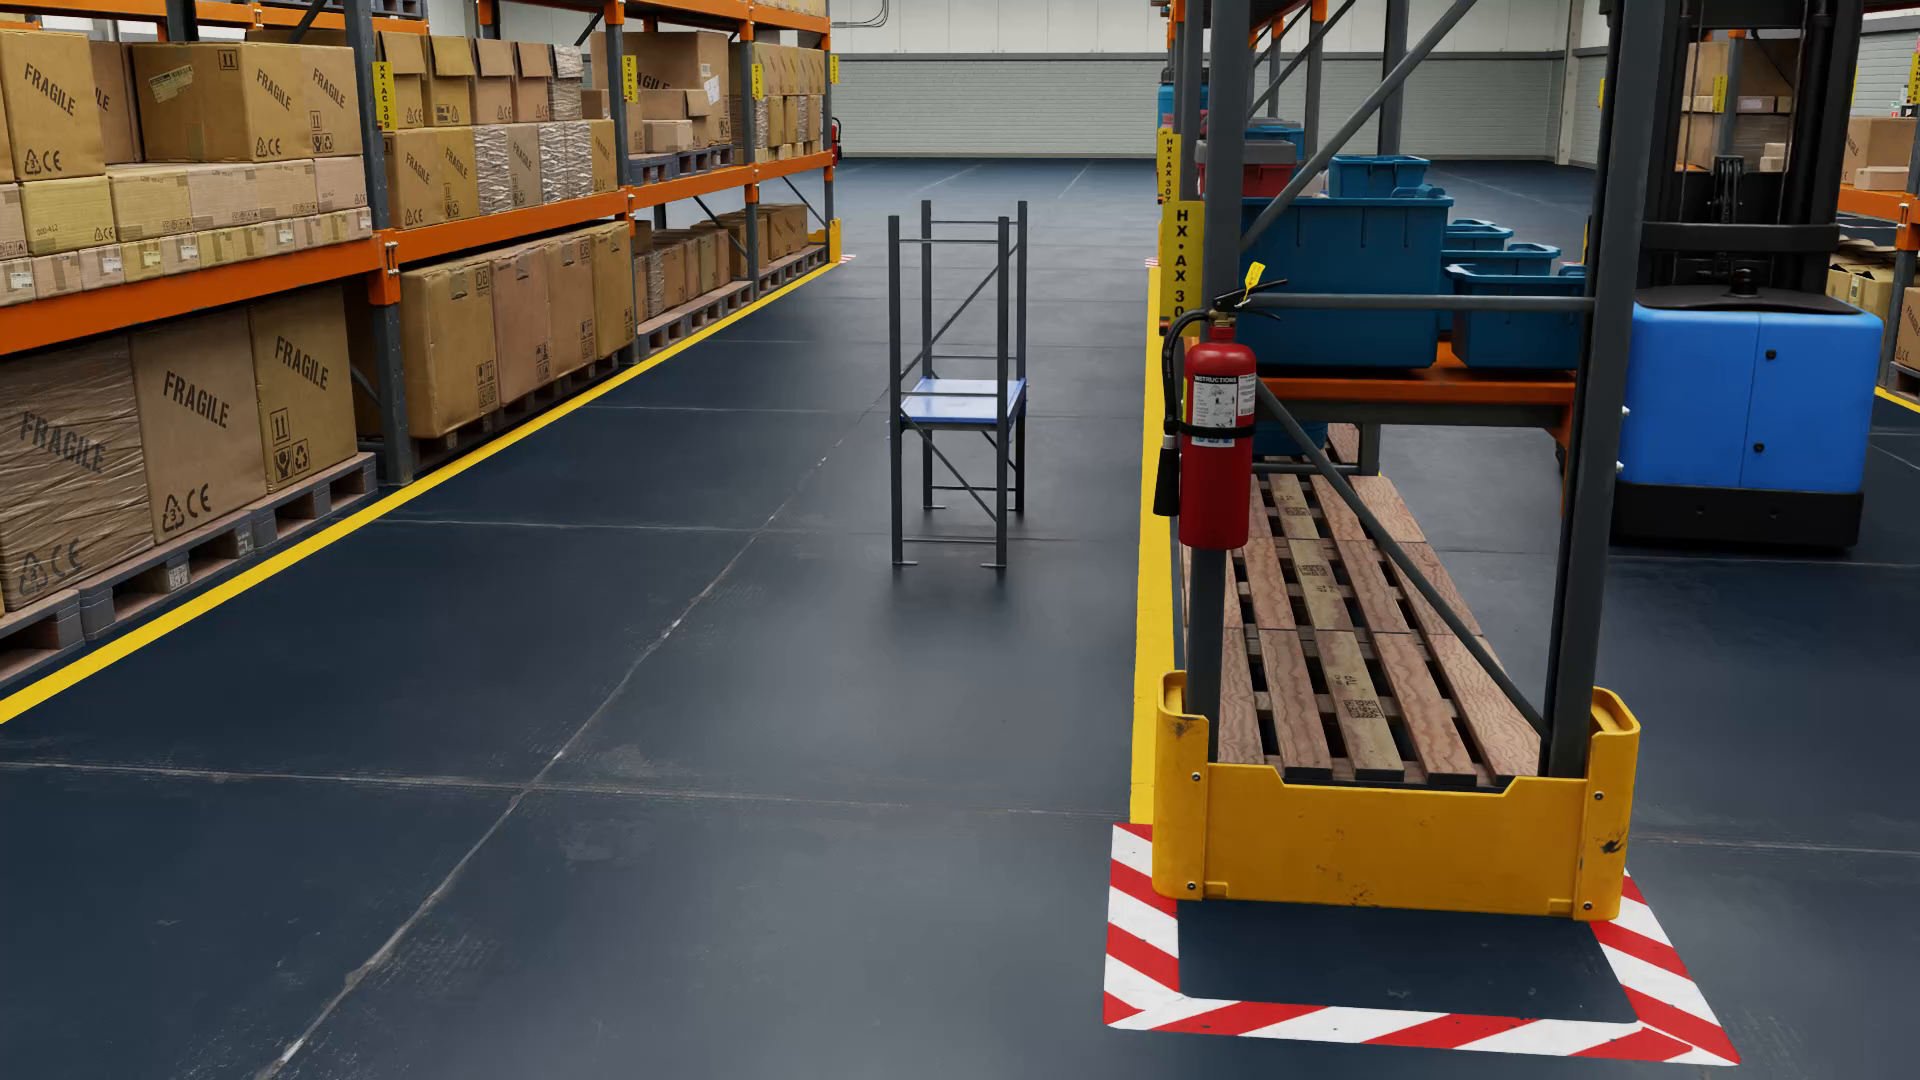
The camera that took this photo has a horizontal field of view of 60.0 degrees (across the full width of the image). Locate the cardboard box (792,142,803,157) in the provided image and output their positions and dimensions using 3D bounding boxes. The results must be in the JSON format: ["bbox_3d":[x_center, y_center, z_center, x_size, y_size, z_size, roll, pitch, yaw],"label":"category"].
[{"bbox_3d":[-1.924,-4.266,18.172,0.380,0.149,0.250,2,15,6],"label":"cardboard box"}]

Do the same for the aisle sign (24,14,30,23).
[{"bbox_3d":[-11.583,-6.413,20.653,0.394,0.787,0.004,2,15,6],"label":"aisle sign"}]

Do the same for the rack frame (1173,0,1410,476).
[{"bbox_3d":[1.536,-1.601,7.836,1.000,3.000,0.127,2,15,6],"label":"rack frame"}]

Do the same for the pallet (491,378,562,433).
[{"bbox_3d":[-3.238,-0.920,10.661,1.003,0.211,1.213,2,15,6],"label":"pallet"}]

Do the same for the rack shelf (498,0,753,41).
[{"bbox_3d":[-2.709,-4.404,13.833,1.077,0.370,4.000,2,15,6],"label":"rack shelf"}]

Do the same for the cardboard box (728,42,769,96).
[{"bbox_3d":[-2.180,-4.605,16.270,0.500,0.500,0.500,2,15,6],"label":"cardboard box"}]

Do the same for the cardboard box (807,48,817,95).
[{"bbox_3d":[-1.899,-5.254,18.668,0.500,0.500,0.500,2,15,6],"label":"cardboard box"}]

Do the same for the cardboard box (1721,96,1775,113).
[{"bbox_3d":[7.177,-3.967,15.152,0.380,0.149,0.250,2,15,6],"label":"cardboard box"}]

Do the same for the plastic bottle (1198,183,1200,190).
[{"bbox_3d":[1.240,-1.718,8.491,0.061,0.283,0.133,2,15,6],"label":"plastic bottle"}]

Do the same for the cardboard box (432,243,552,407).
[{"bbox_3d":[-3.233,-1.322,10.071,1.225,0.875,0.875,1,15,4],"label":"cardboard box"}]

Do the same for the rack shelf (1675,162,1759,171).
[{"bbox_3d":[7.585,-3.700,16.978,1.077,0.370,4.000,2,15,6],"label":"rack shelf"}]

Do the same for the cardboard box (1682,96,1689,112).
[{"bbox_3d":[7.322,-4.296,16.370,0.380,0.149,0.250,2,15,8],"label":"cardboard box"}]

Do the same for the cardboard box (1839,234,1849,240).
[{"bbox_3d":[7.599,-2.561,14.777,0.500,0.311,0.500,2,15,6],"label":"cardboard box"}]

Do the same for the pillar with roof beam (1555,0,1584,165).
[{"bbox_3d":[12.622,-15.018,45.962,9.100,9.000,0.400,2,15,6],"label":"pillar with roof beam"}]

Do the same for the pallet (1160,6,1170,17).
[{"bbox_3d":[2.699,-5.858,18.196,1.003,0.211,1.213,2,15,6],"label":"pallet"}]

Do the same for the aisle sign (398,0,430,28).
[{"bbox_3d":[-6.642,-6.296,20.218,0.394,0.787,0.004,2,15,6],"label":"aisle sign"}]

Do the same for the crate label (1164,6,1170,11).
[{"bbox_3d":[2.350,-5.614,17.214,0.502,0.251,0.408,2,15,6],"label":"crate label"}]

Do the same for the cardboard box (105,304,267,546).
[{"bbox_3d":[-3.641,-0.522,7.110,0.875,0.875,0.875,2,15,6],"label":"cardboard box"}]

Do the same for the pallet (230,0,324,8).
[{"bbox_3d":[-7.297,-5.611,17.089,1.003,0.211,1.213,2,15,6],"label":"pallet"}]

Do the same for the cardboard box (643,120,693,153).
[{"bbox_3d":[-2.517,-3.342,13.759,0.500,0.250,0.500,1,15,5],"label":"cardboard box"}]

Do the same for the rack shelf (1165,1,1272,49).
[{"bbox_3d":[2.664,-5.295,17.130,1.077,0.370,4.000,2,15,6],"label":"rack shelf"}]

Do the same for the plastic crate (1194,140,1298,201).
[{"bbox_3d":[1.186,-1.436,6.990,0.402,0.464,0.583,2,15,6],"label":"plastic crate"}]

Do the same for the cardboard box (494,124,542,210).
[{"bbox_3d":[-2.920,-2.301,10.235,0.500,0.500,0.500,2,15,7],"label":"cardboard box"}]

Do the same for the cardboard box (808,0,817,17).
[{"bbox_3d":[-1.887,-5.973,18.544,0.500,0.250,0.500,2,15,7],"label":"cardboard box"}]

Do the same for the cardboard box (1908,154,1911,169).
[{"bbox_3d":[7.202,-2.675,11.978,0.500,0.311,0.500,2,15,6],"label":"cardboard box"}]

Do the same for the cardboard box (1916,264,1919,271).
[{"bbox_3d":[7.310,-1.901,12.335,0.500,0.311,0.500,1,15,5],"label":"cardboard box"}]

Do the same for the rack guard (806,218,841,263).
[{"bbox_3d":[-2.040,-3.633,20.139,1.175,0.500,0.348,2,15,6],"label":"rack guard"}]

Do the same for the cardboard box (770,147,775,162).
[{"bbox_3d":[-2.099,-3.942,16.977,0.380,0.149,0.250,2,15,6],"label":"cardboard box"}]

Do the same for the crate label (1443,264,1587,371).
[{"bbox_3d":[1.439,-0.566,4.214,0.416,0.233,0.303,2,15,6],"label":"crate label"}]

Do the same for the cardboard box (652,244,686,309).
[{"bbox_3d":[-2.772,-2.256,14.204,0.700,0.500,0.500,3,15,11],"label":"cardboard box"}]

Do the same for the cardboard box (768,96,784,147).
[{"bbox_3d":[-2.279,-4.257,16.897,0.875,0.500,0.500,2,15,6],"label":"cardboard box"}]

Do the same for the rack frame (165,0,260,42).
[{"bbox_3d":[-7.400,-3.994,16.686,1.000,3.000,0.127,2,15,6],"label":"rack frame"}]

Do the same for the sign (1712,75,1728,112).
[{"bbox_3d":[6.808,-4.001,14.902,0.100,0.325,0.005,2,15,6],"label":"sign"}]

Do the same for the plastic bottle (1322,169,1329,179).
[{"bbox_3d":[2.097,-1.950,9.365,0.152,0.276,0.135,2,15,6],"label":"plastic bottle"}]

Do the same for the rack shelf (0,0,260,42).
[{"bbox_3d":[-7.626,-4.576,14.470,1.077,0.370,4.000,2,15,6],"label":"rack shelf"}]

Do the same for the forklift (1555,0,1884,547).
[{"bbox_3d":[3.774,-1.724,8.424,1.130,2.935,3.031,4,16,13],"label":"forklift"}]

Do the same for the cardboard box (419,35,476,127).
[{"bbox_3d":[-3.233,-2.623,9.502,0.797,0.503,0.637,2,15,7],"label":"cardboard box"}]

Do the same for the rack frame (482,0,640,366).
[{"bbox_3d":[-2.934,-2.784,12.212,1.000,3.000,0.127,2,15,6],"label":"rack frame"}]

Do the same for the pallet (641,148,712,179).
[{"bbox_3d":[-2.752,-3.206,14.140,1.003,0.211,1.213,2,15,6],"label":"pallet"}]

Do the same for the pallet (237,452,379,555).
[{"bbox_3d":[-3.549,-0.206,8.018,1.003,0.211,1.213,2,15,6],"label":"pallet"}]

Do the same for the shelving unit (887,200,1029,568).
[{"bbox_3d":[0.010,-0.746,7.548,0.538,1.500,1.048,2,15,6],"label":"shelving unit"}]

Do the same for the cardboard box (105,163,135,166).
[{"bbox_3d":[-3.813,-1.440,6.960,0.500,0.250,0.500,2,15,8],"label":"cardboard box"}]

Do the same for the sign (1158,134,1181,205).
[{"bbox_3d":[0.989,-1.751,7.861,0.100,0.325,0.005,2,15,6],"label":"sign"}]

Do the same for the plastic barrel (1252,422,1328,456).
[{"bbox_3d":[1.614,-0.931,8.575,0.600,0.901,0.708,2,15,6],"label":"plastic barrel"}]

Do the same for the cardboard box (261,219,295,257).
[{"bbox_3d":[-3.182,-1.337,7.340,0.380,0.149,0.250,2,15,7],"label":"cardboard box"}]

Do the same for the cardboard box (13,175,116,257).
[{"bbox_3d":[-3.402,-1.162,5.931,0.500,0.250,0.500,1,15,4],"label":"cardboard box"}]

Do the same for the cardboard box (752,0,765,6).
[{"bbox_3d":[-2.178,-5.306,16.080,0.500,0.250,0.500,1,15,4],"label":"cardboard box"}]

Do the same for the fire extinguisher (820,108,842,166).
[{"bbox_3d":[-1.561,-4.838,19.955,0.296,0.674,0.183,2,15,6],"label":"fire extinguisher"}]

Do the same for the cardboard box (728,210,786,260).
[{"bbox_3d":[-2.242,-3.376,18.384,0.500,0.500,0.500,3,15,11],"label":"cardboard box"}]

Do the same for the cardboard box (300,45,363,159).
[{"bbox_3d":[-3.172,-2.053,7.788,0.500,0.500,0.500,2,15,8],"label":"cardboard box"}]

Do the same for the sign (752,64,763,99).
[{"bbox_3d":[-1.931,-4.365,15.840,0.100,0.325,0.005,2,15,6],"label":"sign"}]

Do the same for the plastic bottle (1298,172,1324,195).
[{"bbox_3d":[1.920,-1.894,9.159,0.152,0.276,0.135,2,15,6],"label":"plastic bottle"}]

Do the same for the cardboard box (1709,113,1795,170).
[{"bbox_3d":[7.403,-3.692,15.379,0.700,0.500,0.500,1,15,5],"label":"cardboard box"}]

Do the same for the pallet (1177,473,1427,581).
[{"bbox_3d":[1.491,-0.063,7.490,1.003,0.211,1.213,2,15,6],"label":"pallet"}]

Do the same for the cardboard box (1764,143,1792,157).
[{"bbox_3d":[7.347,-3.327,14.508,0.500,0.250,0.500,3,15,10],"label":"cardboard box"}]

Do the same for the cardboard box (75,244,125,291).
[{"bbox_3d":[-3.326,-1.004,6.109,0.380,0.149,0.250,2,15,6],"label":"cardboard box"}]
